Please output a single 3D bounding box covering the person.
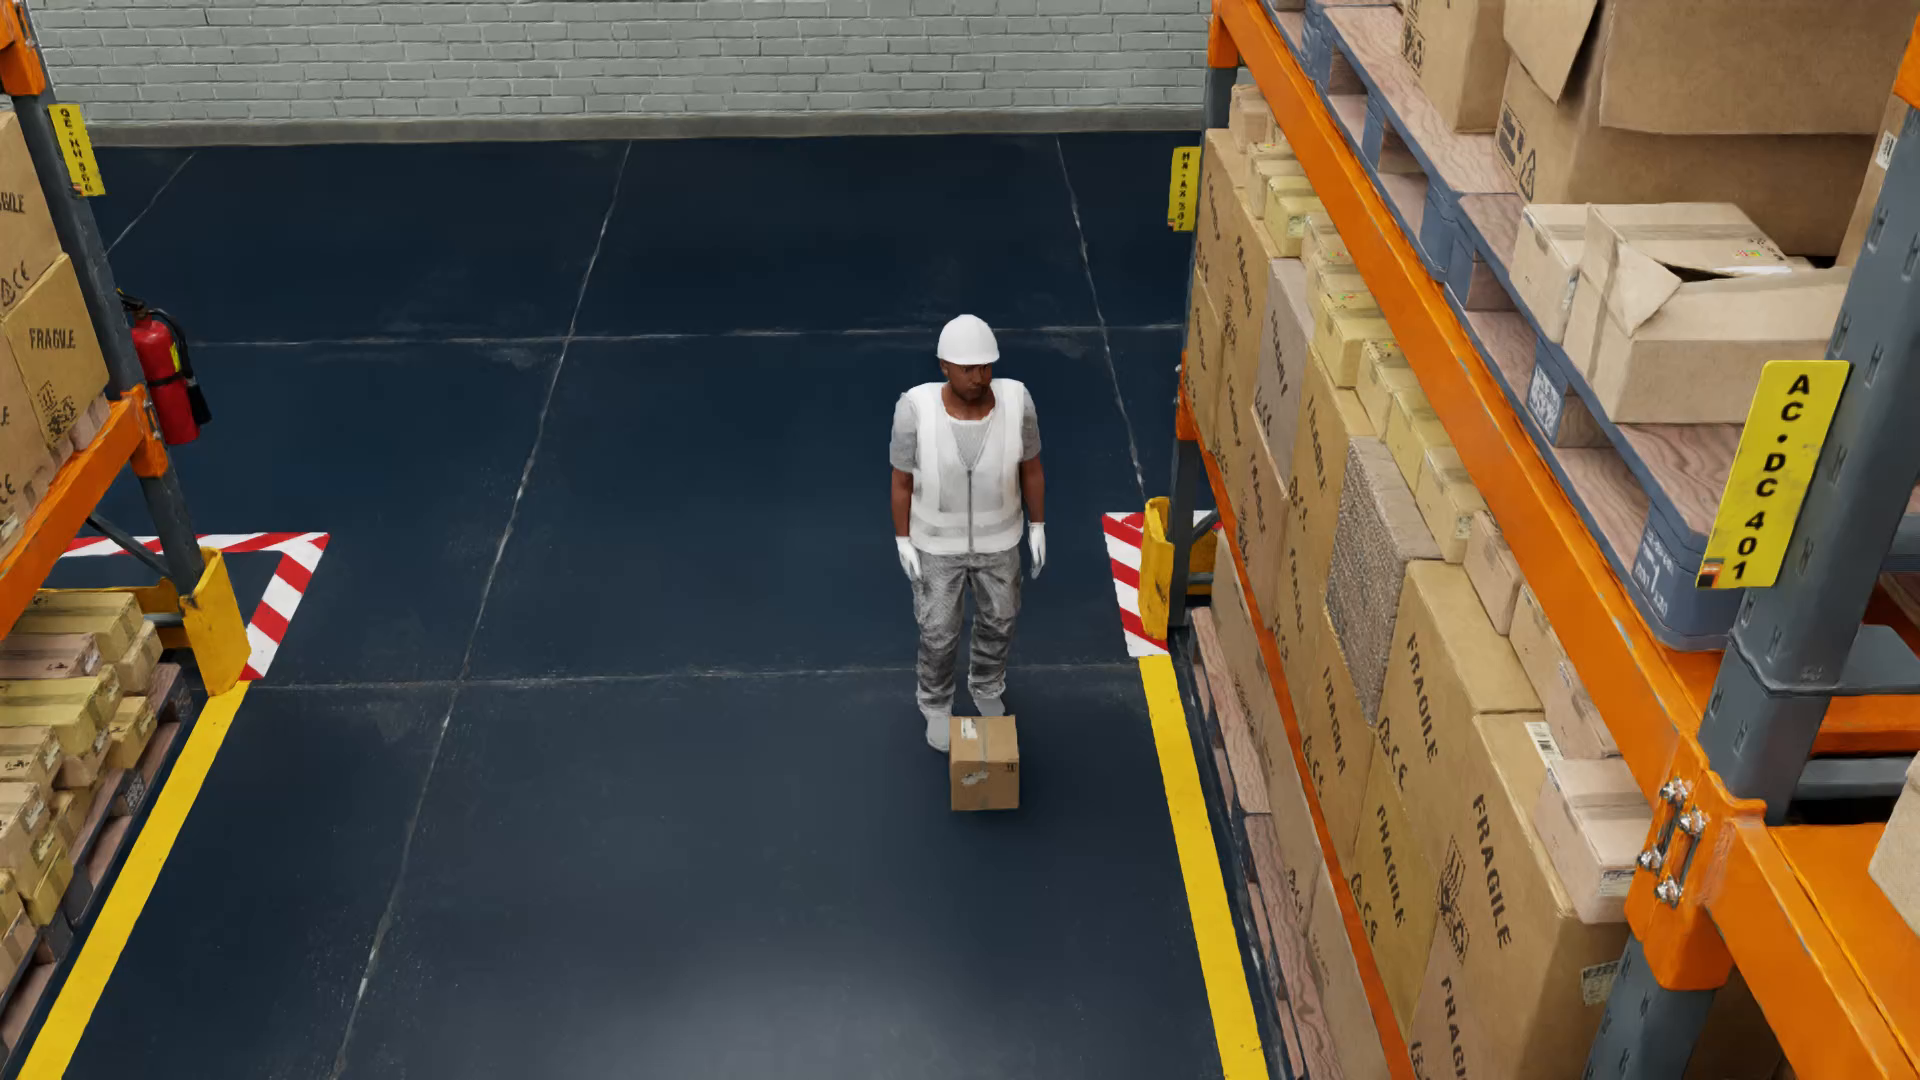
[{"bbox_3d":[0.035,0.018,6.175,0.571,1.841,0.418,-5,35,-7],"label":"person"}]
